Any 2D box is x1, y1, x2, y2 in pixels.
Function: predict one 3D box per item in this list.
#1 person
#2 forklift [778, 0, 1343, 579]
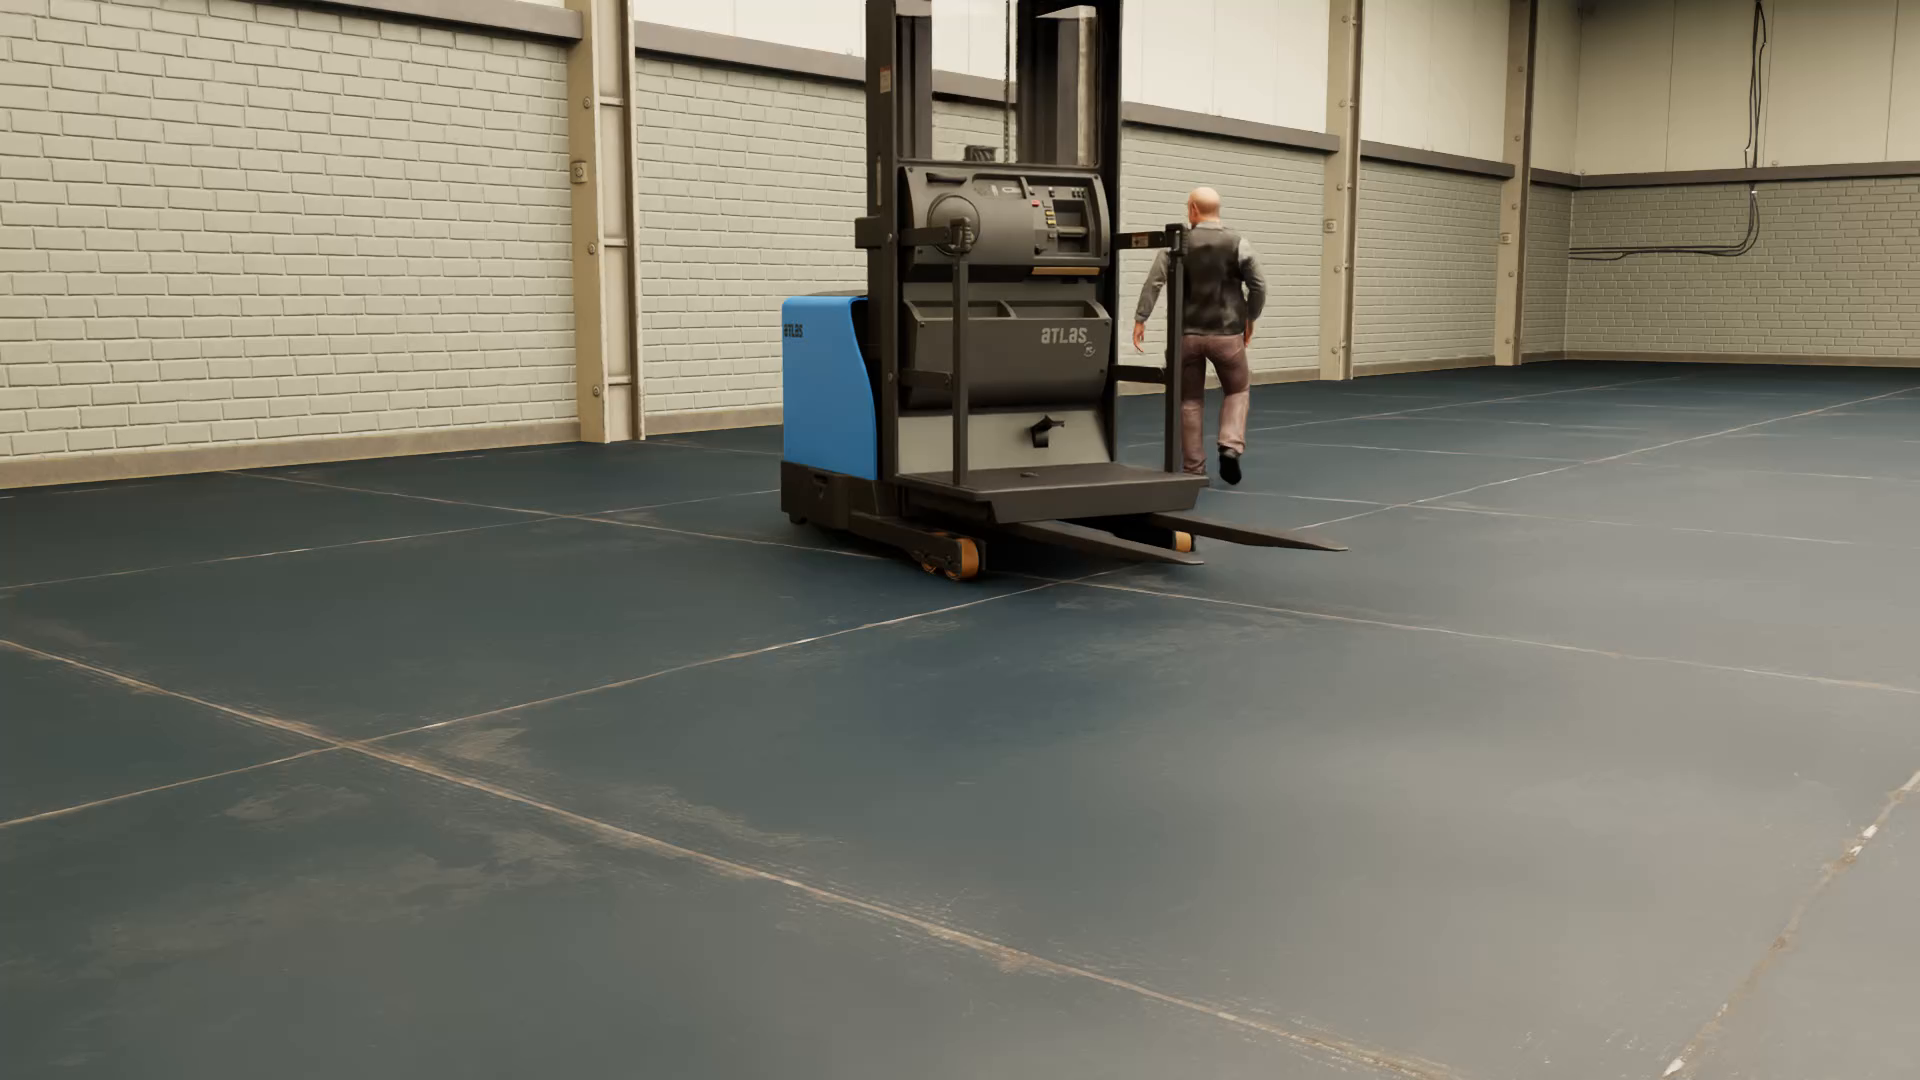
[{"bbox_3d":[1.399,-1.161,9.579,0.805,1.716,0.495,3,9,19],"label":"person"},{"bbox_3d":[0.294,-1.373,6.664,1.130,2.935,3.031,-5,9,-28],"label":"forklift"}]
